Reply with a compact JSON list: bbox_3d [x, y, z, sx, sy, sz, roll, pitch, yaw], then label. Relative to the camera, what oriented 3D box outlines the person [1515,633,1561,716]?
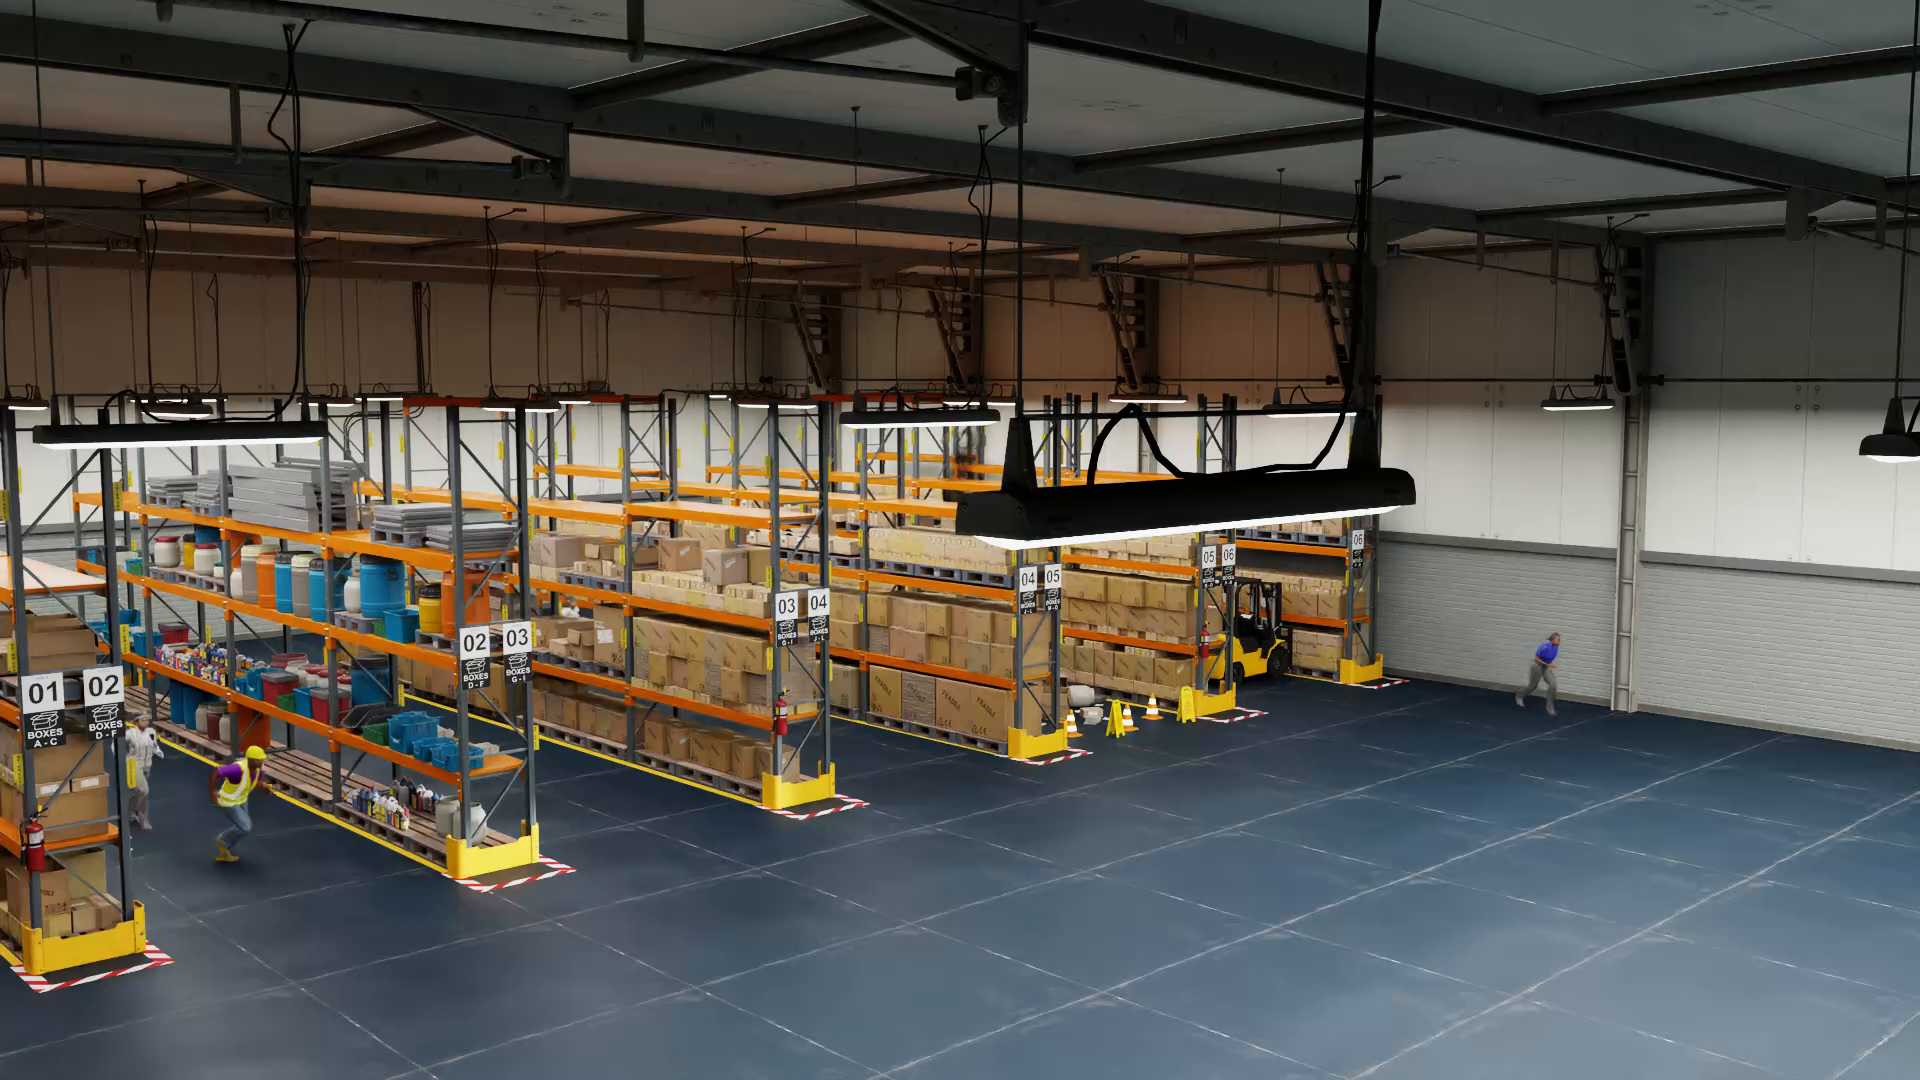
[{"bbox_3d":[11.021,2.515,31.691,0.617,1.616,0.966,-4,7,-35],"label":"person"}]

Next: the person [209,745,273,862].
[{"bbox_3d":[-9.400,3.453,21.658,0.839,1.578,0.735,1,6,14],"label":"person"}]

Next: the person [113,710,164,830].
[{"bbox_3d":[-11.609,3.246,23.532,0.833,1.734,0.546,3,6,25],"label":"person"}]

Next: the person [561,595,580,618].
[{"bbox_3d":[-8.455,2.024,36.051,0.922,1.683,0.639,5,8,44],"label":"person"}]
